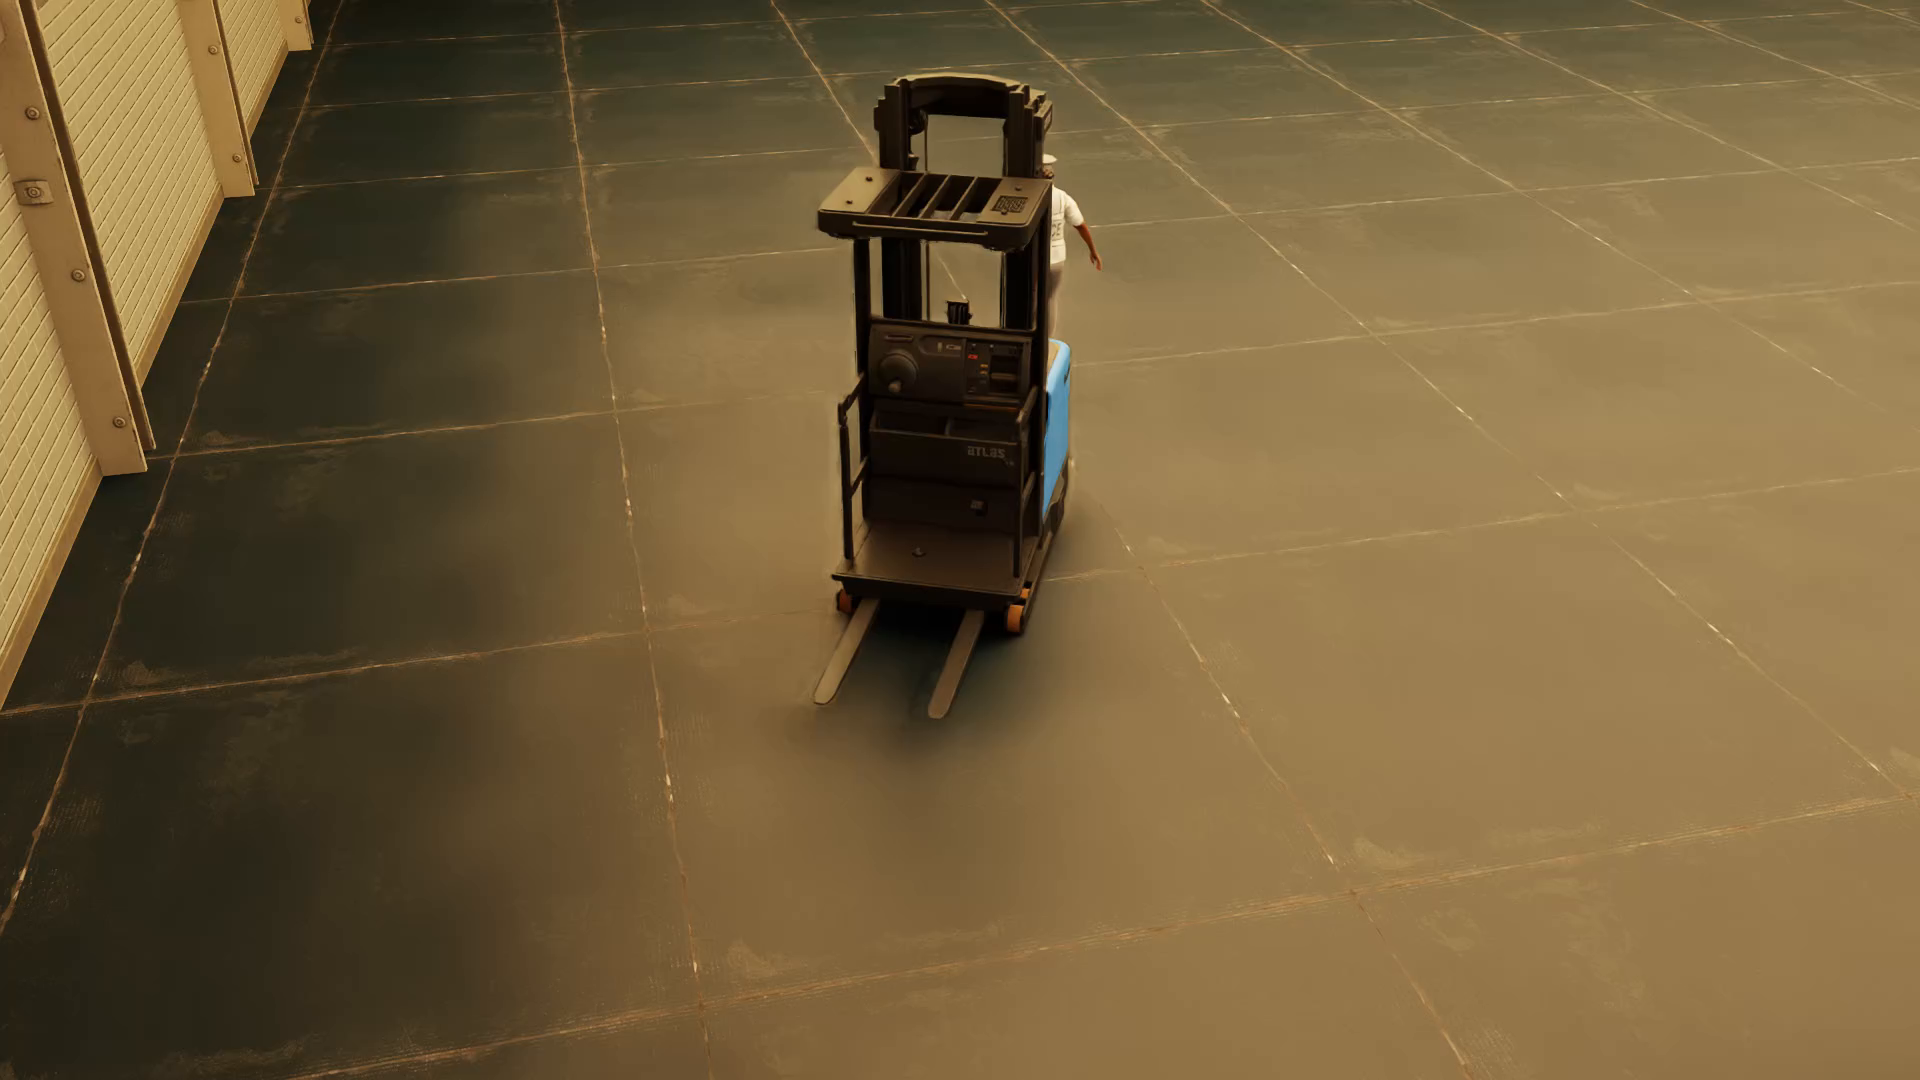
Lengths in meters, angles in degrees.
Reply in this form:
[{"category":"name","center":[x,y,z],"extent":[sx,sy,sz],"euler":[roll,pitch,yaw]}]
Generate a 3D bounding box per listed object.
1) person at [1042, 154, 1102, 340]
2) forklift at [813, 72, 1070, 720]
[{"category":"person","center":[0.605,-2.109,12.563],"extent":[0.915,1.681,0.614],"euler":[-6,31,-10]},{"category":"forklift","center":[-0.104,-0.938,9.195],"extent":[1.130,2.935,3.031],"euler":[6,31,11]}]
